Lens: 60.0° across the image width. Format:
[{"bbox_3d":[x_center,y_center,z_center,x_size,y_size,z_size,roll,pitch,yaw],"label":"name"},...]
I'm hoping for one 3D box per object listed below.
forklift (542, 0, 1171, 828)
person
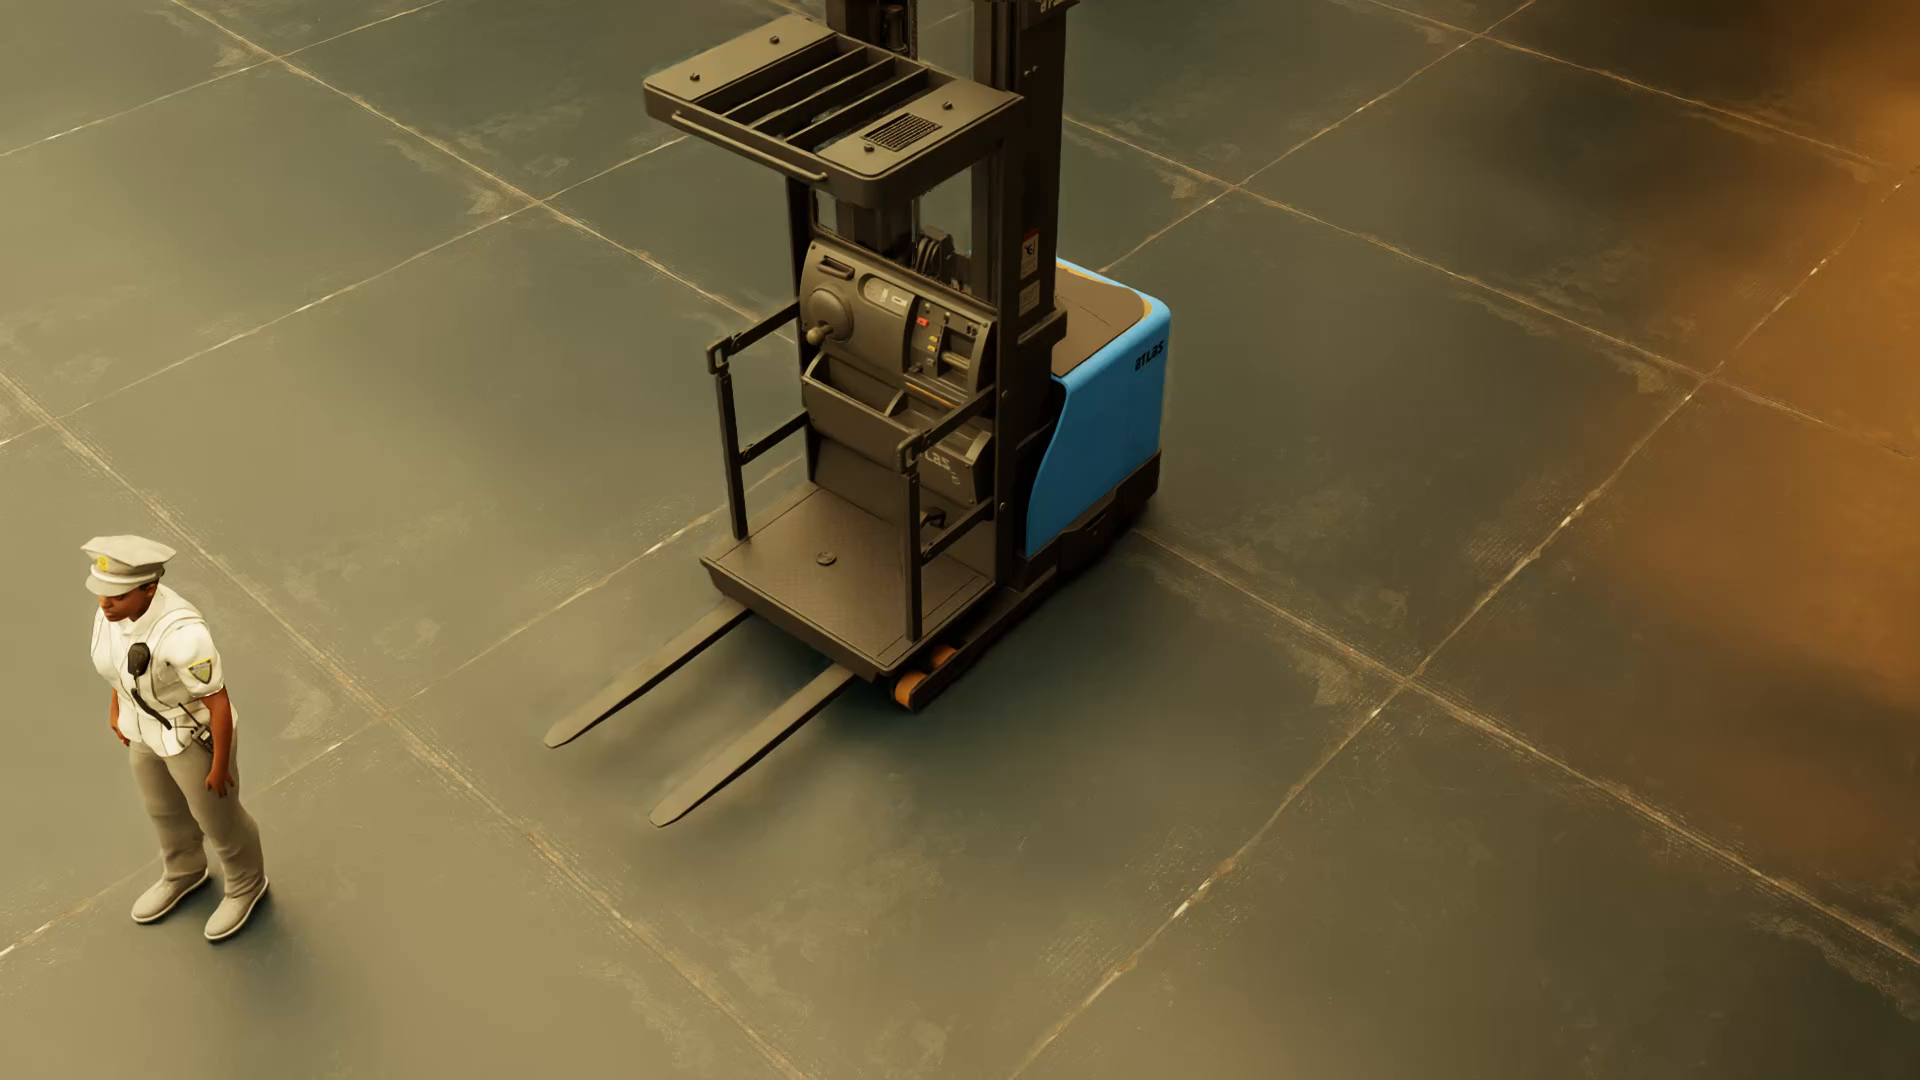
[{"bbox_3d":[-0.394,-0.785,6.343,1.130,2.935,3.031,28,48,29],"label":"forklift"},{"bbox_3d":[-2.676,0.684,5.577,0.554,1.702,0.512,22,45,23],"label":"person"}]
